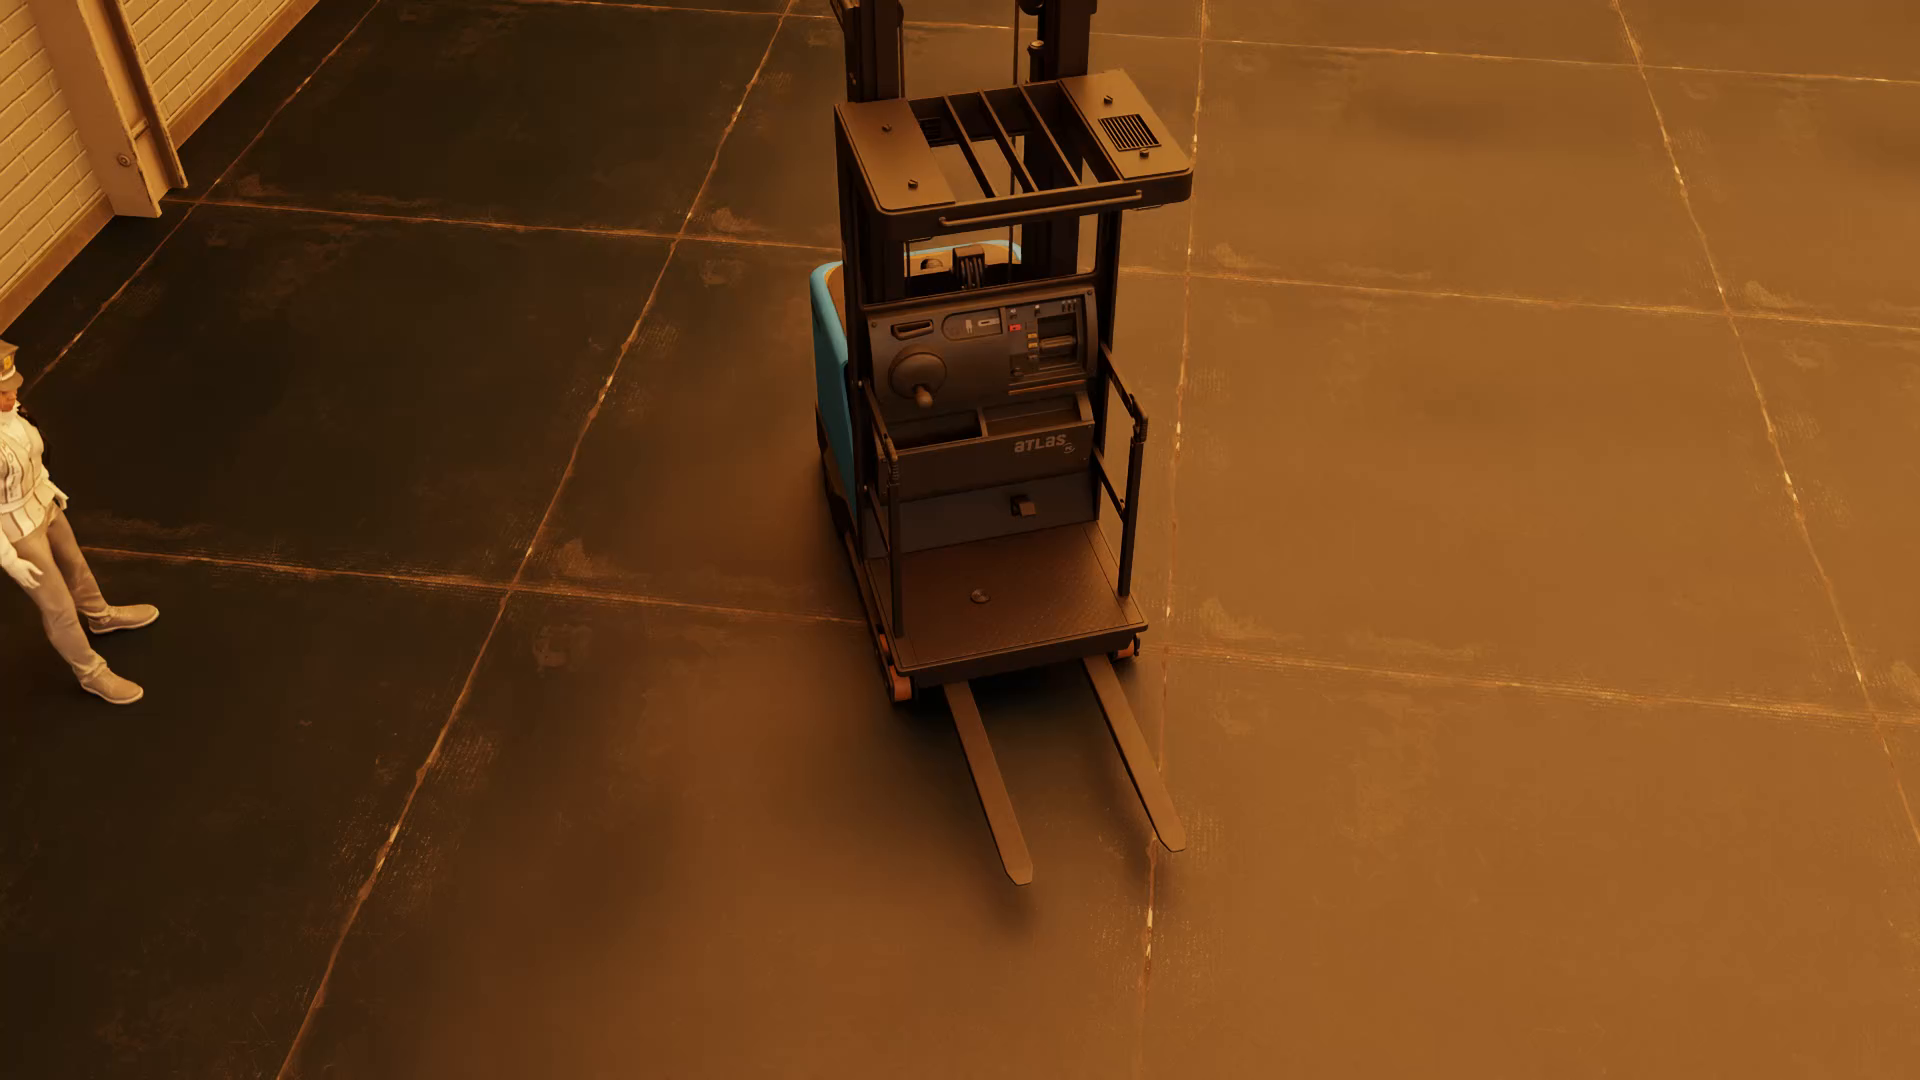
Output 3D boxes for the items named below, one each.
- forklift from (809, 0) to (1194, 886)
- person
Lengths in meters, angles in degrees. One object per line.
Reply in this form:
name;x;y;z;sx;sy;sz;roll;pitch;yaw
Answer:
forklift;0.153;-0.681;6.465;1.130;2.935;3.031;-10;44;-11
person;-3.750;-0.073;6.744;0.417;1.670;0.633;-4;43;-5
